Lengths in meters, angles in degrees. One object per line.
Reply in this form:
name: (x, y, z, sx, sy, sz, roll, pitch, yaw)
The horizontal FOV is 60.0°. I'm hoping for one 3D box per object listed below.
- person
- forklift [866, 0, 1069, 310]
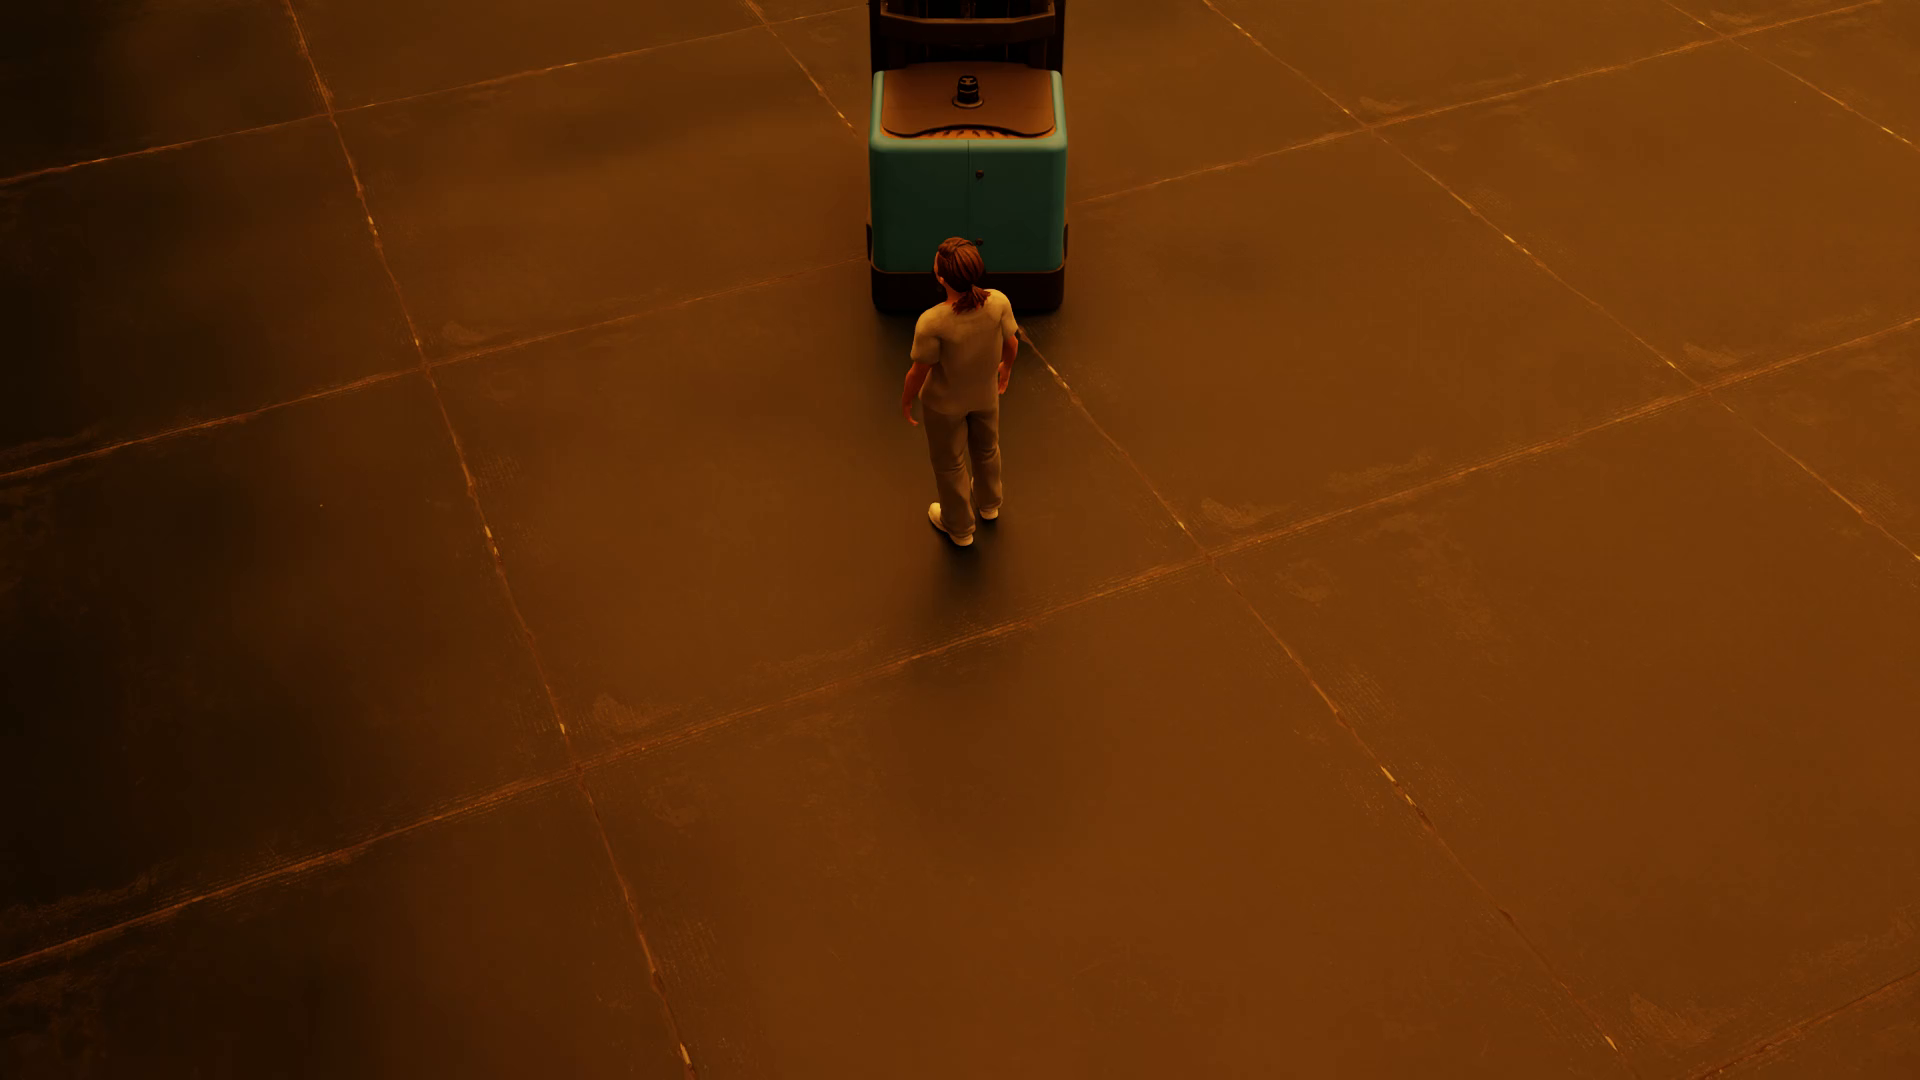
person: (-0.018, -0.668, 7.304, 0.549, 1.675, 0.549, -18, 46, -18)
forklift: (0.038, -3.308, 9.225, 1.130, 2.935, 3.031, 0, 43, 0)
